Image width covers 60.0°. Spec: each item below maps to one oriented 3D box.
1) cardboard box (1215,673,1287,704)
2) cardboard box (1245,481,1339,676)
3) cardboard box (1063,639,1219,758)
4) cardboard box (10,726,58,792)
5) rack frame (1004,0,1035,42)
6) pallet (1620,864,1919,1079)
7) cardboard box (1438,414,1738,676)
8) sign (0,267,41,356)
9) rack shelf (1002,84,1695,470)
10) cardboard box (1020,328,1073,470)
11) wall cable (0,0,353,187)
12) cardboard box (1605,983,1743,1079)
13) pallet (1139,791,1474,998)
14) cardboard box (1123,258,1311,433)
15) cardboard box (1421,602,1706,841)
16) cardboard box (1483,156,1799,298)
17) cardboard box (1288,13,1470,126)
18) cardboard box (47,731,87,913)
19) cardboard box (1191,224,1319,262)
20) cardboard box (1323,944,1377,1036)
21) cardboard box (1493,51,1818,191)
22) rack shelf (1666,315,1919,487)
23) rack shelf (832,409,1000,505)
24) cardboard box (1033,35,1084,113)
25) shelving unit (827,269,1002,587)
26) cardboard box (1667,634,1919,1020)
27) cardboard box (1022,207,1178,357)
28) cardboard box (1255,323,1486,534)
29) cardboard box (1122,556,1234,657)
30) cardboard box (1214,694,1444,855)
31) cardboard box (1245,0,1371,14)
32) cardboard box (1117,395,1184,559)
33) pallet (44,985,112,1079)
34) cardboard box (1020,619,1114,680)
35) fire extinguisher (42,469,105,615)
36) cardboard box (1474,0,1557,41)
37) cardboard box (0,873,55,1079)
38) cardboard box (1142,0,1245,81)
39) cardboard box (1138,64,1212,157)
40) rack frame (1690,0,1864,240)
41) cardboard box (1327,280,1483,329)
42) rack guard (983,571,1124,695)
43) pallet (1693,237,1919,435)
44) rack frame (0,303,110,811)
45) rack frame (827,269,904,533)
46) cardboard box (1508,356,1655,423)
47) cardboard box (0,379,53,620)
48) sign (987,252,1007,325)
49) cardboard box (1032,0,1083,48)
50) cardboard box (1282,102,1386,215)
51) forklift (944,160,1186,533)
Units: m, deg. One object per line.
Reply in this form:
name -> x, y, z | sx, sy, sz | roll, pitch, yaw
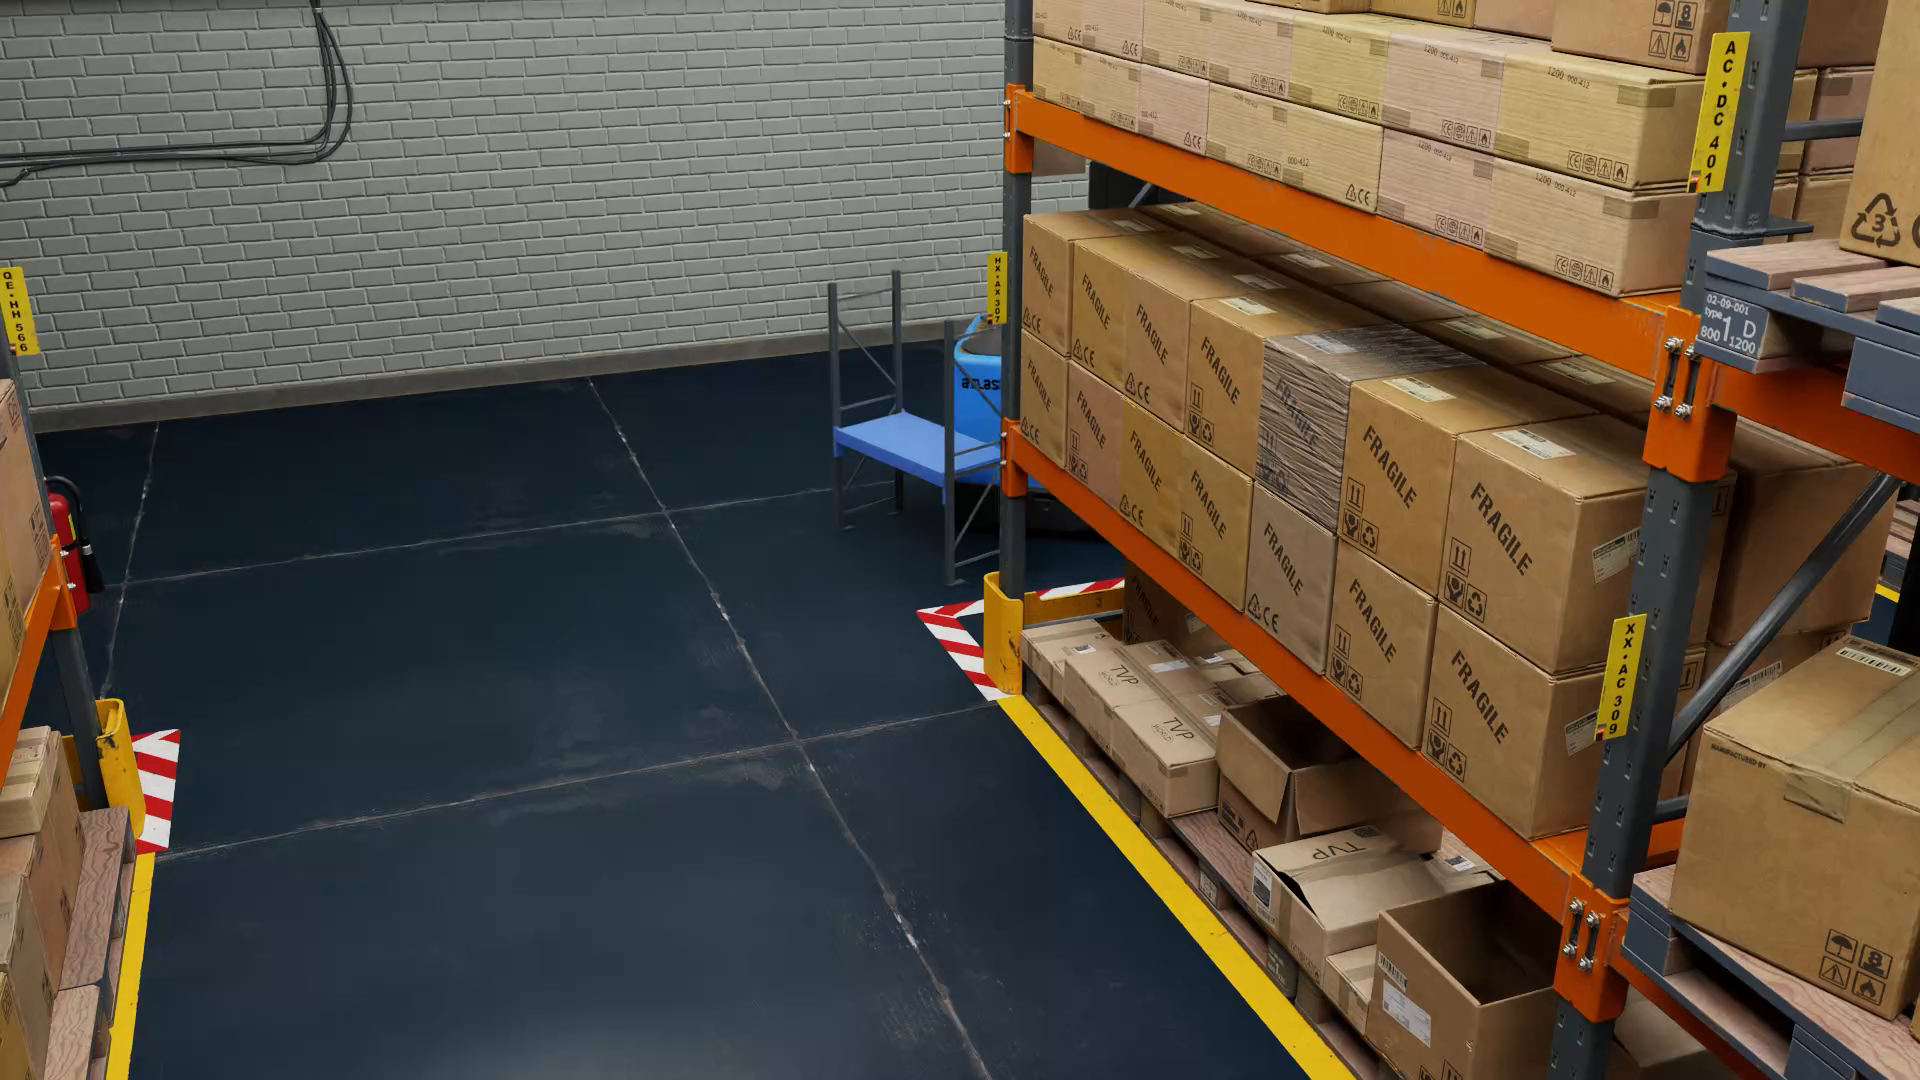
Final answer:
cardboard box -> 1.407, 0.777, 7.018 | 0.500, 0.250, 0.500 | -8, 24, -19
cardboard box -> 1.307, 0.087, 5.552 | 0.500, 0.500, 0.500 | -8, 24, -18
cardboard box -> 0.781, 0.682, 7.243 | 0.500, 0.250, 0.500 | -8, 24, -19
cardboard box -> -3.399, 0.802, 5.827 | 0.380, 0.149, 0.250 | -9, 24, -20
rack frame -> 0.677, -3.565, 6.621 | 1.000, 3.000, 0.127 | -8, 24, -19
pallet -> 2.271, 1.047, 3.651 | 1.003, 0.211, 1.213 | -8, 24, -19
cardboard box -> 1.670, -0.002, 4.476 | 0.500, 0.500, 0.500 | -8, 24, -19
sign -> -3.443, -0.831, 6.065 | 0.100, 0.325, 0.005 | -8, 24, -19
rack shelf -> 1.384, -1.124, 5.620 | 1.077, 0.370, 4.000 | -8, 24, -19
cardboard box -> 0.587, -0.649, 7.299 | 0.500, 0.500, 0.500 | -8, 24, -18
wall cable -> -5.619, -3.557, 10.601 | 3.097, 2.526, 0.112 | -8, 24, -19
cardboard box -> 2.145, 1.507, 5.207 | 0.500, 0.311, 0.500 | -8, 24, -19
pallet -> 1.414, 1.245, 6.526 | 1.003, 0.211, 1.213 | -8, 24, -19
cardboard box -> 0.951, -0.738, 6.224 | 0.500, 0.500, 0.500 | -8, 24, -18
cardboard box -> 1.674, 0.461, 4.666 | 0.500, 0.500, 0.500 | -8, 24, -18
cardboard box -> 1.670, -0.800, 4.118 | 0.500, 0.250, 0.500 | -8, 24, -19
cardboard box -> 1.317, -1.394, 4.883 | 0.500, 0.250, 0.500 | -8, 24, -19
cardboard box -> -3.615, 1.080, 6.004 | 0.700, 0.500, 0.500 | -8, 24, -19
cardboard box -> 1.271, -1.000, 6.844 | 0.500, 0.500, 0.500 | -8, 24, -18
cardboard box -> 1.435, 1.468, 5.509 | 0.380, 0.149, 0.250 | -8, 24, -19
cardboard box -> 1.665, -1.030, 4.019 | 0.500, 0.250, 0.500 | -8, 24, -19
rack shelf -> 2.797, 0.329, 2.171 | 1.077, 0.370, 4.000 | -8, 24, -19
rack shelf -> -0.212, -0.486, 9.435 | 0.538, 0.185, 1.000 | -18, 29, -37
cardboard box -> 0.621, -1.892, 6.708 | 0.500, 0.250, 0.500 | -8, 24, -19
shelving unit -> -0.212, -0.652, 9.365 | 0.538, 1.500, 1.048 | -18, 29, -37
cardboard box -> 2.049, 0.616, 3.756 | 0.700, 0.500, 0.500 | -18, 29, -36
cardboard box -> 0.587, -1.110, 7.105 | 0.500, 0.500, 0.500 | -8, 24, -17
cardboard box -> 1.308, -0.371, 5.352 | 0.500, 0.500, 0.500 | -8, 24, -19
cardboard box -> 1.100, 0.313, 7.798 | 0.500, 0.500, 0.500 | -8, 24, -19
cardboard box -> 1.422, 0.919, 6.356 | 0.797, 0.503, 0.637 | -8, 24, -19
cardboard box -> 1.338, -1.950, 5.237 | 0.700, 0.500, 0.500 | -8, 24, -19
cardboard box -> 0.949, -0.279, 6.422 | 0.500, 0.500, 0.500 | -8, 24, -19
pallet -> -3.173, 1.888, 4.999 | 1.003, 0.211, 1.213 | -8, 24, -19
cardboard box -> 0.504, 0.510, 7.782 | 0.380, 0.149, 0.250 | -8, 24, -19
fire extinguisher -> -3.577, -0.030, 6.539 | 0.296, 0.674, 0.183 | -8, 24, -19
cardboard box -> 1.839, -1.609, 4.426 | 0.700, 0.500, 0.500 | -8, 24, -19
cardboard box -> -3.260, 1.444, 5.139 | 0.700, 0.500, 0.500 | -9, 25, -21
cardboard box -> 0.968, -1.758, 5.746 | 0.500, 0.250, 0.500 | -8, 24, -19
cardboard box -> 0.964, -1.527, 5.842 | 0.500, 0.250, 0.500 | -8, 24, -19
rack frame -> 2.090, -2.111, 3.173 | 1.000, 3.000, 0.127 | -8, 24, -19
cardboard box -> 1.640, -0.625, 5.955 | 0.500, 0.500, 0.500 | -8, 24, -17
rack guard -> 0.704, 0.379, 8.207 | 1.175, 0.500, 0.348 | -8, 24, -19
pallet -> 2.255, -0.396, 3.207 | 1.213, 0.211, 1.003 | -8, 24, -19
rack frame -> -3.956, -0.119, 6.171 | 1.000, 3.000, 0.127 | -8, 24, -19
rack frame -> -0.542, -0.802, 9.722 | 0.500, 1.500, 0.032 | -18, 29, -37
cardboard box -> 2.004, -0.251, 5.067 | 0.500, 0.500, 0.500 | -9, 25, -21
cardboard box -> -3.766, -0.074, 5.676 | 0.980, 0.700, 0.700 | -7, 24, -17
sign -> 0.170, -1.125, 7.442 | 0.100, 0.325, 0.005 | -8, 24, -19
cardboard box -> 0.615, -2.121, 6.609 | 0.500, 0.250, 0.500 | -8, 24, -19
cardboard box -> 1.318, -1.164, 4.980 | 0.500, 0.250, 0.500 | -8, 24, -19
forklift -> 1.475, -1.489, 9.510 | 3.031, 2.935, 1.130 | 5, 23, 11
